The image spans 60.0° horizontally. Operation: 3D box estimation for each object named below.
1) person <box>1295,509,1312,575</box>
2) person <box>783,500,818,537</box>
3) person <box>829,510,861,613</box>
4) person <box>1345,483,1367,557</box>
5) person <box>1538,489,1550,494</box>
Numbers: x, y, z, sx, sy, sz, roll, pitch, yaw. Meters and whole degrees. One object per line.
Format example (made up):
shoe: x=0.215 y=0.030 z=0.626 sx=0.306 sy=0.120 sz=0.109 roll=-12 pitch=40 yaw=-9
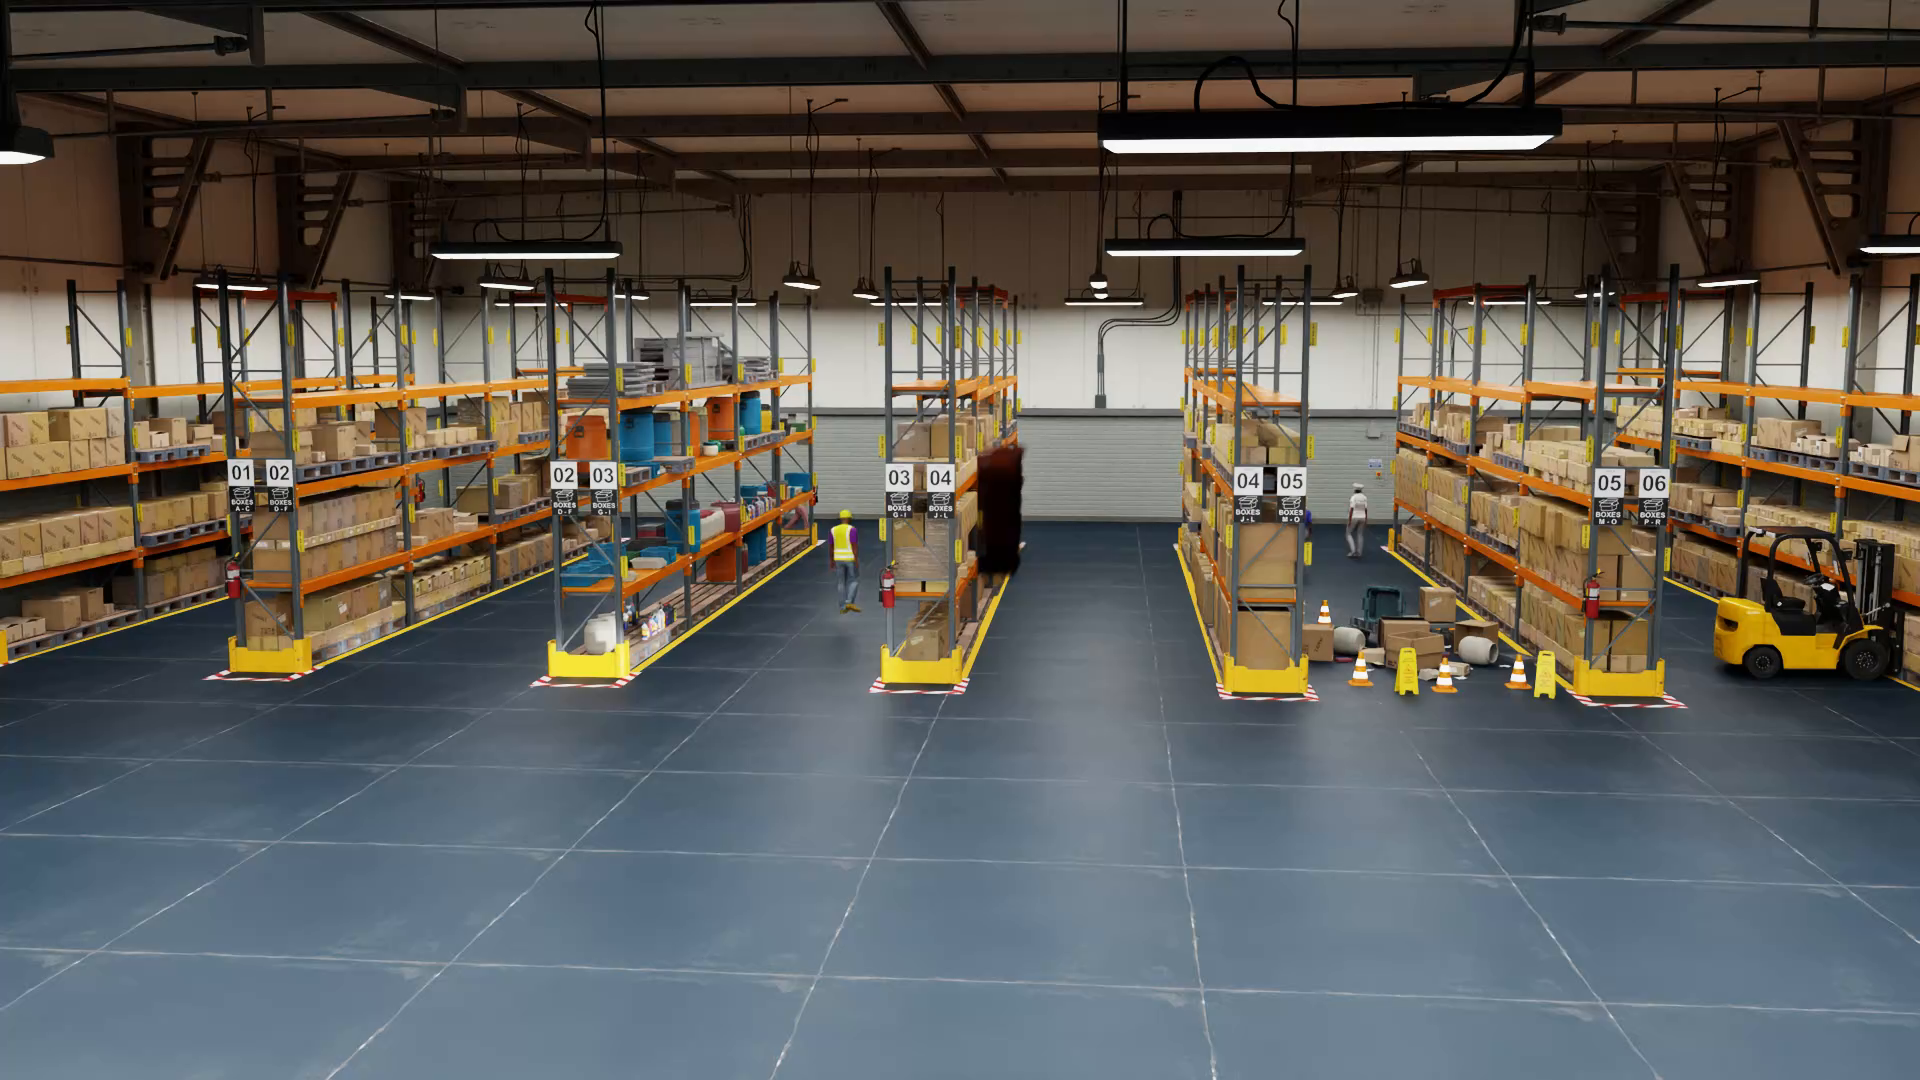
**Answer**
person: x=7.242 y=-0.073 z=35.225 sx=0.518 sy=1.644 sz=0.578 roll=-1 pitch=7 yaw=-12
person: x=-3.977 y=-0.862 z=41.736 sx=1.085 sy=1.607 sz=0.441 roll=3 pitch=8 yaw=23
person: x=-1.975 y=0.362 z=28.562 sx=0.588 sy=1.756 sz=0.540 roll=2 pitch=7 yaw=14
person: x=9.098 y=-0.439 z=38.122 sx=0.500 sy=1.718 sz=0.373 roll=-3 pitch=7 yaw=-21
person: x=14.900 y=-0.936 z=42.380 sx=0.463 sy=1.623 sz=0.452 roll=-2 pitch=7 yaw=-14
